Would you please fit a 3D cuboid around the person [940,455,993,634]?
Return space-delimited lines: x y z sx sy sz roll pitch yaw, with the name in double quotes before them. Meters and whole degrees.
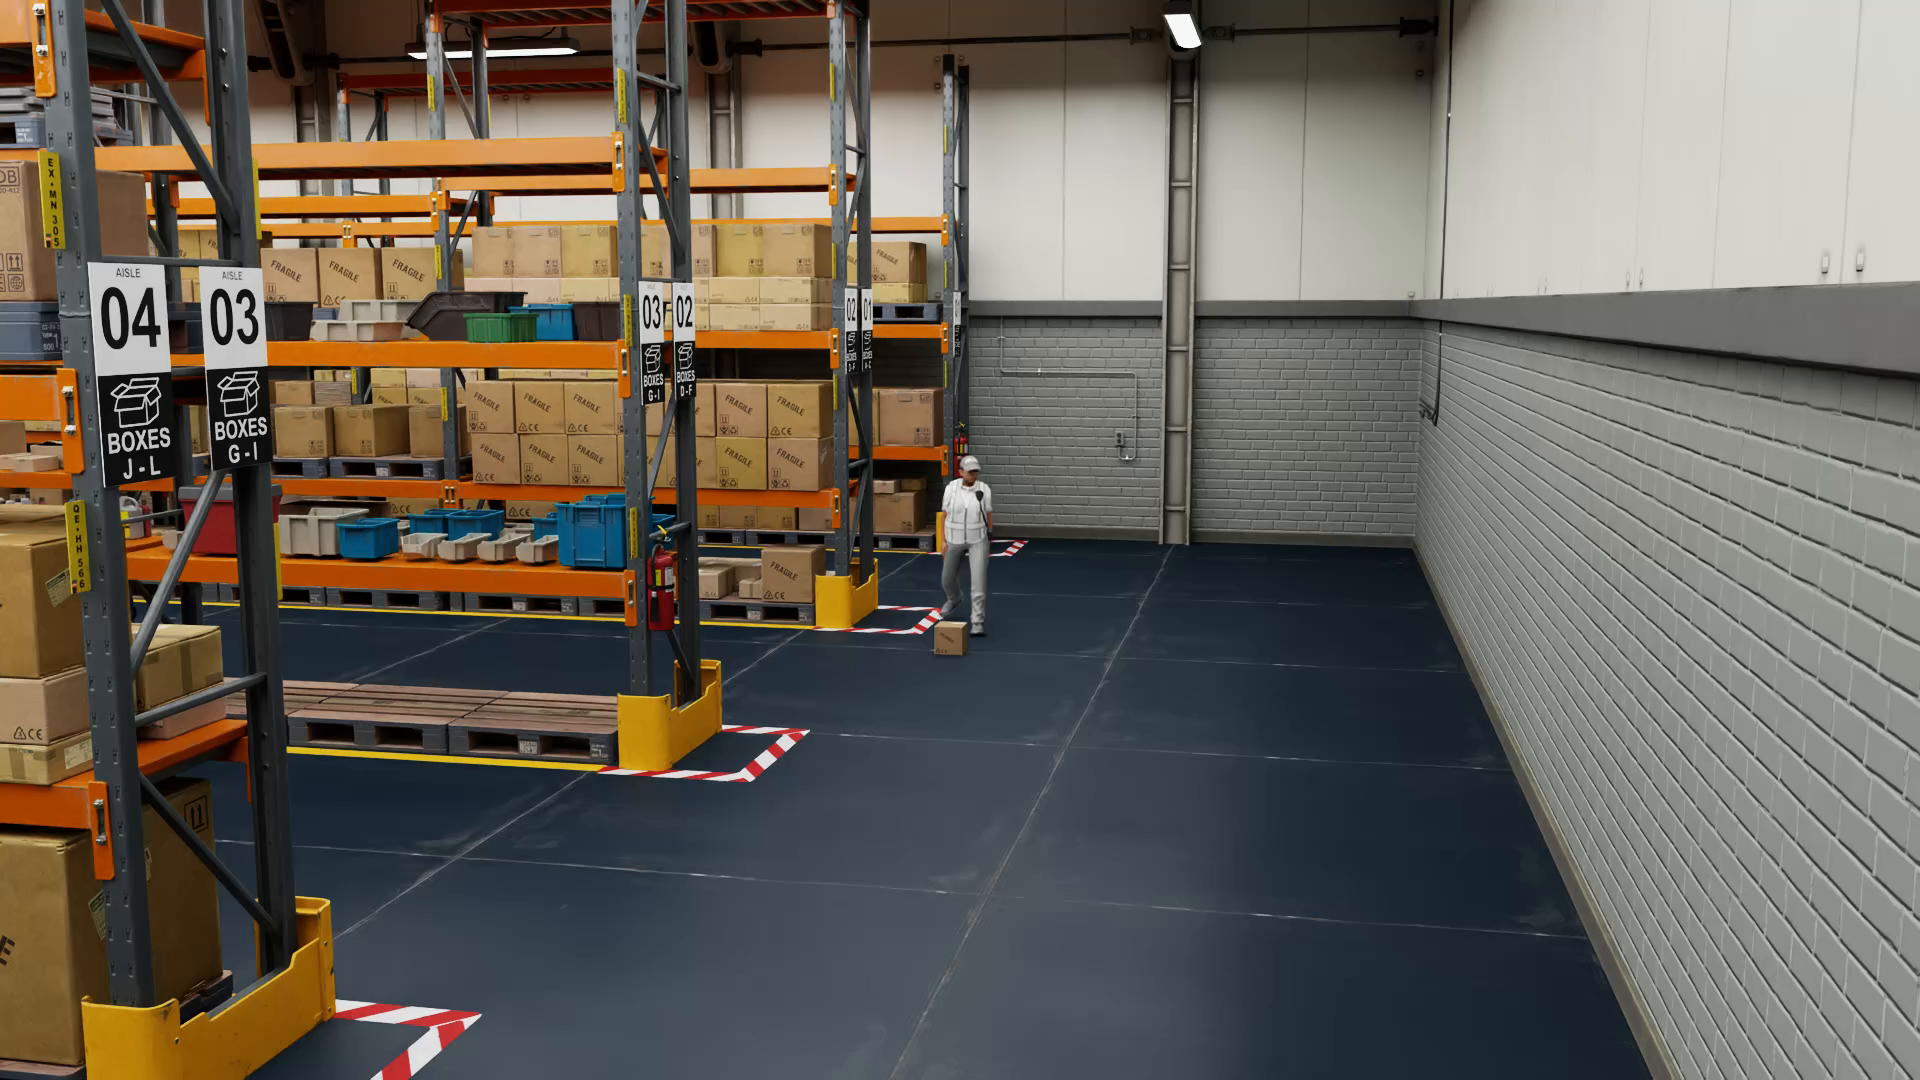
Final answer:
"person" 0.043 0.010 15.678 0.545 1.642 0.839 1 8 7
